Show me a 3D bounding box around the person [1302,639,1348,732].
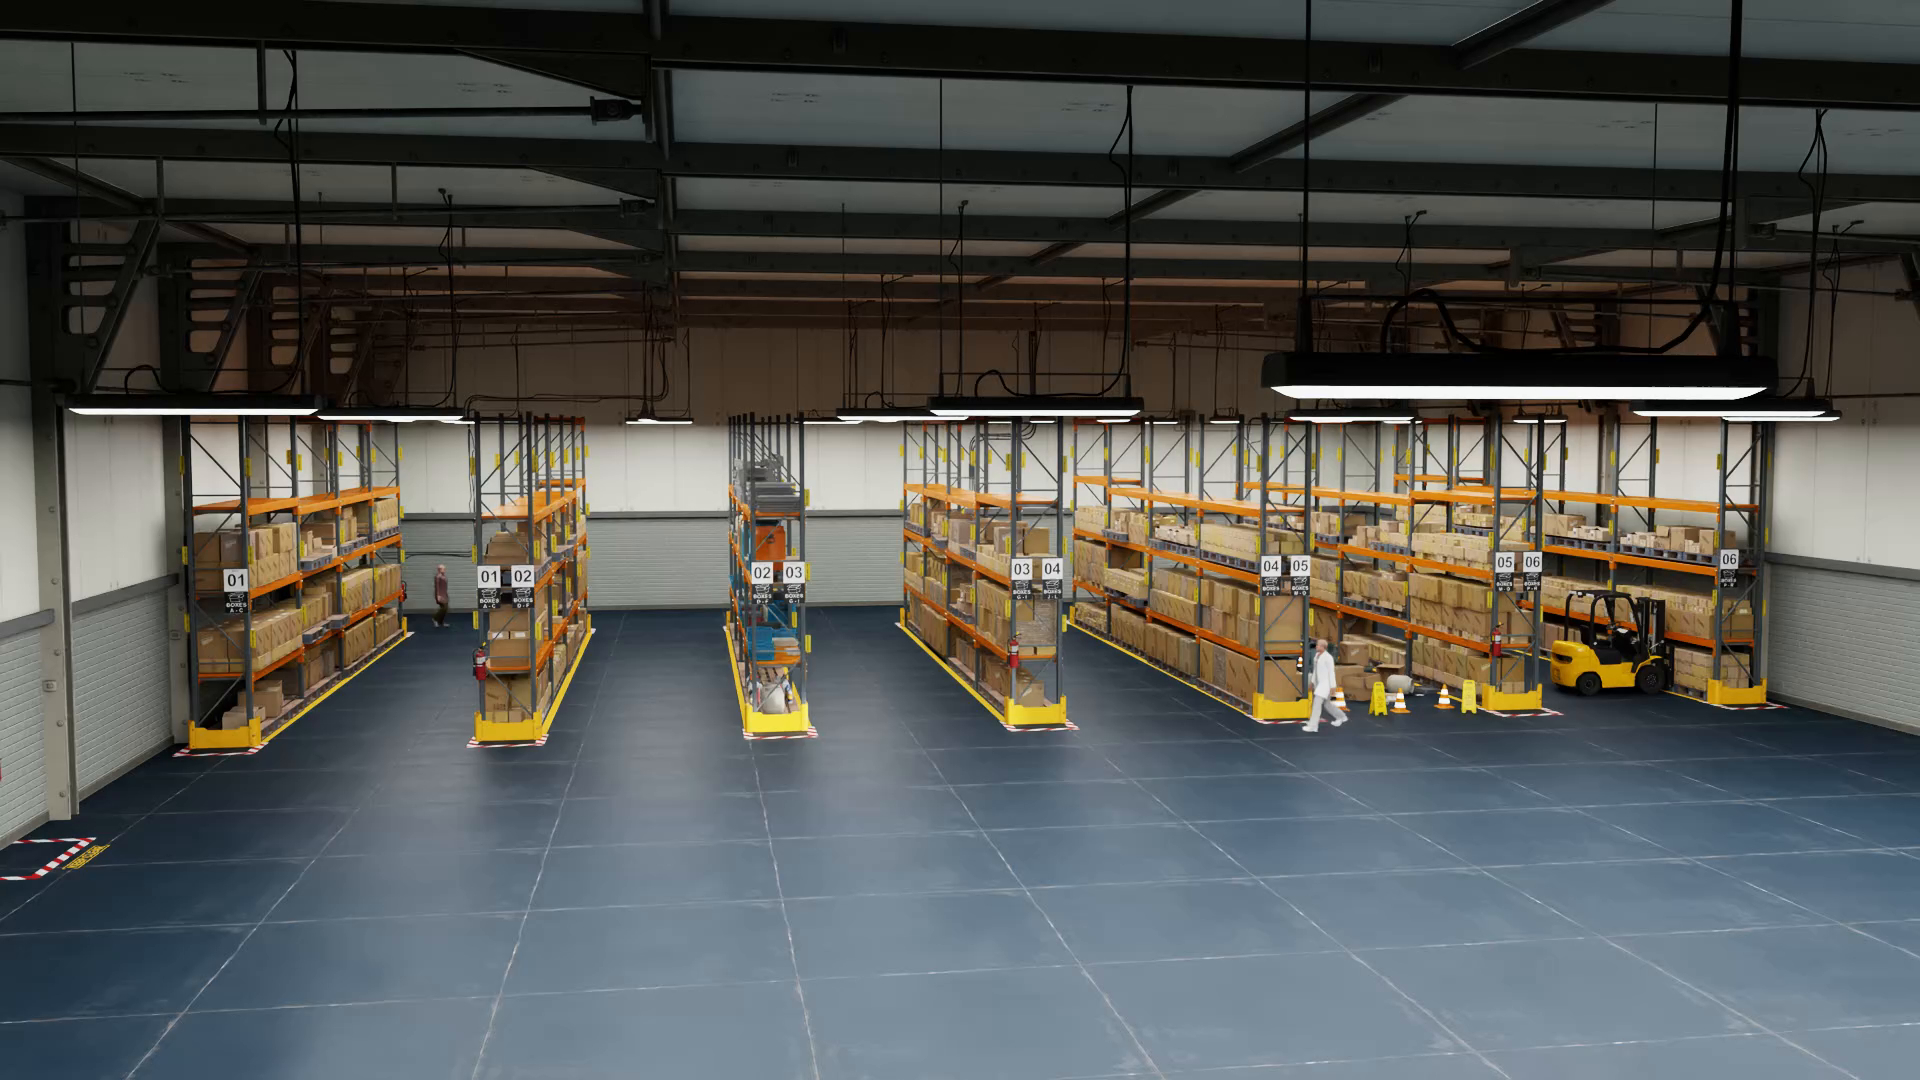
[{"bbox_3d":[6.865,2.721,31.273,1.111,1.736,0.640,-2,4,-22],"label":"person"}]

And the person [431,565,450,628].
[{"bbox_3d":[-14.787,1.596,47.351,0.534,1.777,0.609,0,4,-5],"label":"person"}]

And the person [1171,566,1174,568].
[{"bbox_3d":[6.176,1.616,47.722,0.481,1.726,0.587,3,5,39],"label":"person"}]
